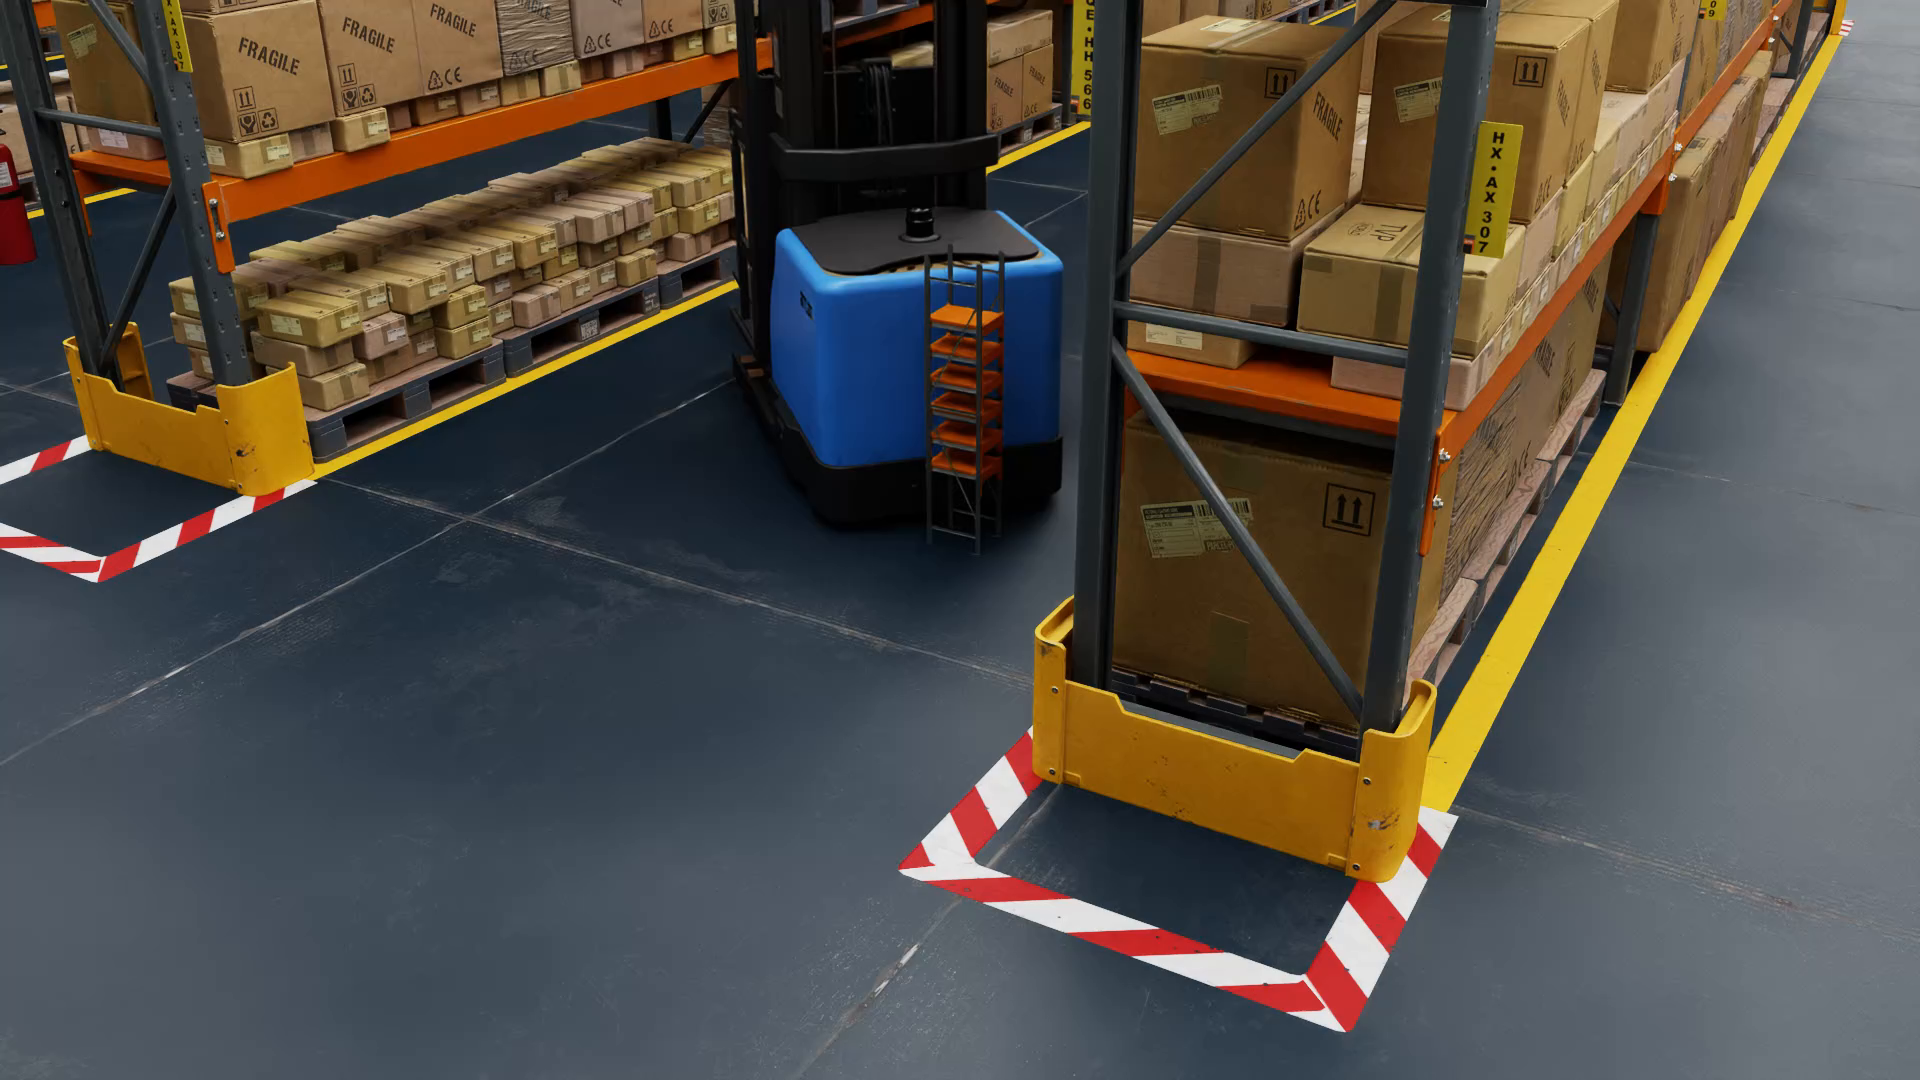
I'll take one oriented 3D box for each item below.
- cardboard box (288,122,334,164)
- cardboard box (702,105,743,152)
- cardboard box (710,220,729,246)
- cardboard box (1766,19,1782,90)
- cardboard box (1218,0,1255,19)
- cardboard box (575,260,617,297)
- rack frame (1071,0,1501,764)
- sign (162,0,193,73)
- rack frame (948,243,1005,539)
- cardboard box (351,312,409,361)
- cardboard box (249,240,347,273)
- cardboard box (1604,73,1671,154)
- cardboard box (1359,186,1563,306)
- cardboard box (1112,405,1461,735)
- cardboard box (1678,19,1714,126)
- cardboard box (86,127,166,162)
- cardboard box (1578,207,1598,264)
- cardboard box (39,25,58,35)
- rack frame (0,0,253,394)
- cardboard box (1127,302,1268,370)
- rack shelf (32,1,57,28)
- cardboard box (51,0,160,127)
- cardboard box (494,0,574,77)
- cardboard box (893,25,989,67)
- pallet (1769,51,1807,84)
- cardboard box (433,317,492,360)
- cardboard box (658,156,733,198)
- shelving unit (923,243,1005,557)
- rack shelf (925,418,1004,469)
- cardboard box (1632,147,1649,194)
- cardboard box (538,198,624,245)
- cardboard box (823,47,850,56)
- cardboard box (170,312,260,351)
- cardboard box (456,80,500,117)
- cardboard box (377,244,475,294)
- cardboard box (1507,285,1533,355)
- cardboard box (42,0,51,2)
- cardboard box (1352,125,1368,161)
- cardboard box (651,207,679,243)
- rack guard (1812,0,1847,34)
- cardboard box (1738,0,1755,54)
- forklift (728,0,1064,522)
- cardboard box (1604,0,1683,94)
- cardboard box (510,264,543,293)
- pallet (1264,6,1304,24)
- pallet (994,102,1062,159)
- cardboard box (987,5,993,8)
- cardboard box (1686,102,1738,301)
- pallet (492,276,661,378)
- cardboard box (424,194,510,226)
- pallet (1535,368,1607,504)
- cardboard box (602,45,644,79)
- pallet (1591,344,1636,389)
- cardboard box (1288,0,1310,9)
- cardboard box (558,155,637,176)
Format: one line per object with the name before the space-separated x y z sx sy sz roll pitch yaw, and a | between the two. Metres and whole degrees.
cardboard box | -2.924 -1.731 7.137 0.380 0.149 0.250 15 30 28
cardboard box | -1.345 -2.653 11.023 0.500 0.500 0.500 14 30 25
cardboard box | -1.587 -1.842 9.794 0.380 0.149 0.250 15 30 28
cardboard box | 6.393 -4.070 13.830 0.700 0.500 0.500 12 29 22
cardboard box | 2.219 -5.277 15.985 1.050 0.750 0.750 14 30 26
cardboard box | -2.082 -1.434 8.980 0.380 0.149 0.250 15 30 27
rack frame | 0.811 -0.549 4.496 1.000 3.000 0.127 14 30 26
sign | -2.985 -1.948 6.324 0.100 0.325 0.005 14 30 26
rack frame | 0.060 -0.566 6.541 0.240 1.200 0.006 13 30 25
cardboard box | -2.793 -0.968 7.717 0.380 0.149 0.250 14 30 26
cardboard box | -3.228 -1.336 8.119 0.380 0.149 0.250 13 30 25
cardboard box | 2.537 -1.742 6.714 0.500 0.250 0.500 15 30 28
cardboard box | 1.532 -0.947 5.125 0.500 0.250 0.500 14 30 25
cardboard box | 1.056 -0.054 5.411 0.875 0.875 0.875 14 30 26
cardboard box | 3.223 -2.277 7.835 0.500 0.500 0.500 14 30 26
cardboard box | -3.543 -1.757 7.191 0.380 0.149 0.250 14 30 26
cardboard box | 2.028 -1.102 5.881 0.380 0.149 0.250 13 30 25
cardboard box | -8.976 -5.195 16.099 0.500 0.500 0.500 13 29 24
rack frame | -3.458 -1.681 6.756 1.000 3.000 0.127 14 30 26
cardboard box | 0.699 -0.648 4.974 0.380 0.149 0.250 15 30 27
rack shelf | -6.833 -3.189 10.573 1.077 0.370 4.000 14 30 26
cardboard box | -3.461 -2.090 7.130 0.500 0.500 0.500 15 30 27
cardboard box | -2.258 -2.575 8.098 0.500 0.500 0.500 13 30 25
cardboard box | -0.133 -3.486 11.848 0.500 0.250 0.500 15 30 27
pallet | 7.014 -4.248 15.001 1.003 0.211 1.213 14 30 26
cardboard box | -2.526 -1.021 8.154 0.380 0.149 0.250 15 30 27
cardboard box | -1.530 -2.114 9.673 0.380 0.149 0.250 15 30 27
shelving unit | 0.017 -0.530 6.469 0.258 1.200 0.189 13 30 25
rack shelf | 0.017 -0.383 6.542 0.258 0.103 0.180 13 30 25
cardboard box | 2.534 -1.504 6.684 0.380 0.149 0.250 15 30 27
cardboard box | -2.016 -1.698 8.842 0.380 0.149 0.250 13 29 24
cardboard box | -1.079 -3.188 11.253 0.500 0.250 0.500 16 31 28
cardboard box | -3.447 -0.995 7.770 0.380 0.149 0.250 13 30 25
cardboard box | -2.436 -2.145 7.965 0.380 0.149 0.250 14 30 25
cardboard box | -2.588 -1.308 8.062 0.380 0.149 0.250 13 29 24
cardboard box | 1.523 -0.702 5.083 0.380 0.149 0.250 13 30 25
cardboard box | -6.103 -3.896 11.070 0.500 0.500 0.500 13 30 25
cardboard box | 1.318 -1.258 5.748 0.500 0.250 0.500 13 29 24
cardboard box | -1.816 -1.800 9.378 0.380 0.149 0.250 14 30 27
rack guard | 8.645 -5.637 17.452 1.175 0.500 0.348 14 30 26
cardboard box | 4.216 -3.068 9.417 0.500 0.500 0.500 13 29 24
forklift | -0.493 -2.024 7.518 1.130 2.935 3.031 -8 28 -15
cardboard box | 2.535 -2.077 6.545 0.500 0.500 0.500 15 30 27
cardboard box | -2.383 -1.399 8.576 0.380 0.149 0.250 16 31 29
pallet | 2.888 -5.389 17.280 1.003 0.211 1.213 14 30 26
pallet | 0.092 -3.247 13.001 1.003 0.211 1.213 14 30 26
cardboard box | -0.072 -3.988 12.852 0.500 0.250 0.500 13 29 24
cardboard box | 3.515 -1.948 9.194 1.225 0.875 0.875 13 29 24
pallet | -2.389 -1.246 9.003 1.003 0.211 1.213 14 30 26
cardboard box | -2.631 -1.726 8.899 0.380 0.149 0.250 14 30 26
pallet | 2.336 -0.582 7.676 1.003 0.211 1.213 14 30 26
cardboard box | -1.898 -2.541 8.756 0.380 0.149 0.250 13 29 24
pallet | 3.093 -1.178 8.868 1.003 0.211 1.213 14 30 26
cardboard box | 3.256 -6.177 17.642 0.875 0.875 0.875 14 30 26
cardboard box | -2.108 -2.126 9.697 0.380 0.149 0.250 14 30 25
